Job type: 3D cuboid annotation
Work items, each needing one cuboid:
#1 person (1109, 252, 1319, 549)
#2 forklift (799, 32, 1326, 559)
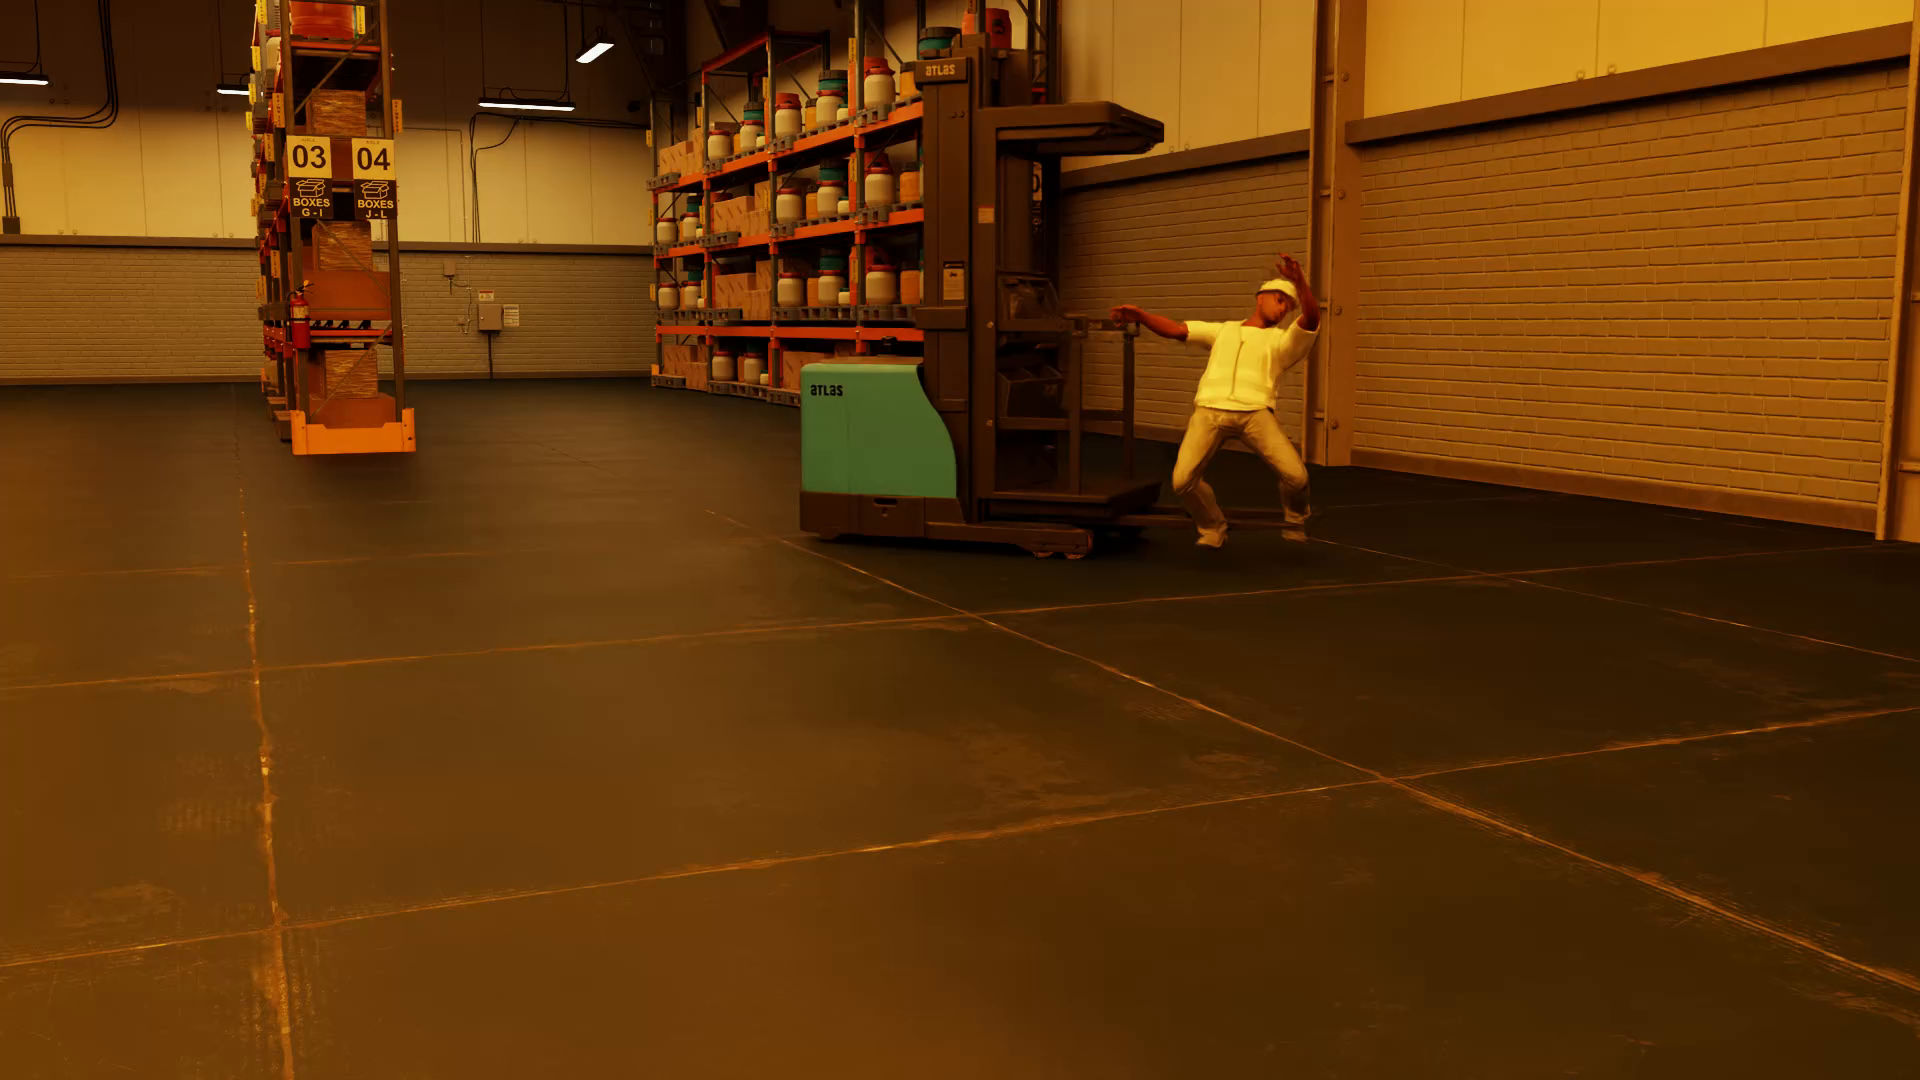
[{"bbox_3d":[1.372,-0.744,9.001,1.100,1.576,0.710,2,8,13],"label":"person"},{"bbox_3d":[0.593,-1.423,9.735,3.031,2.935,1.130,3,8,23],"label":"forklift"}]
